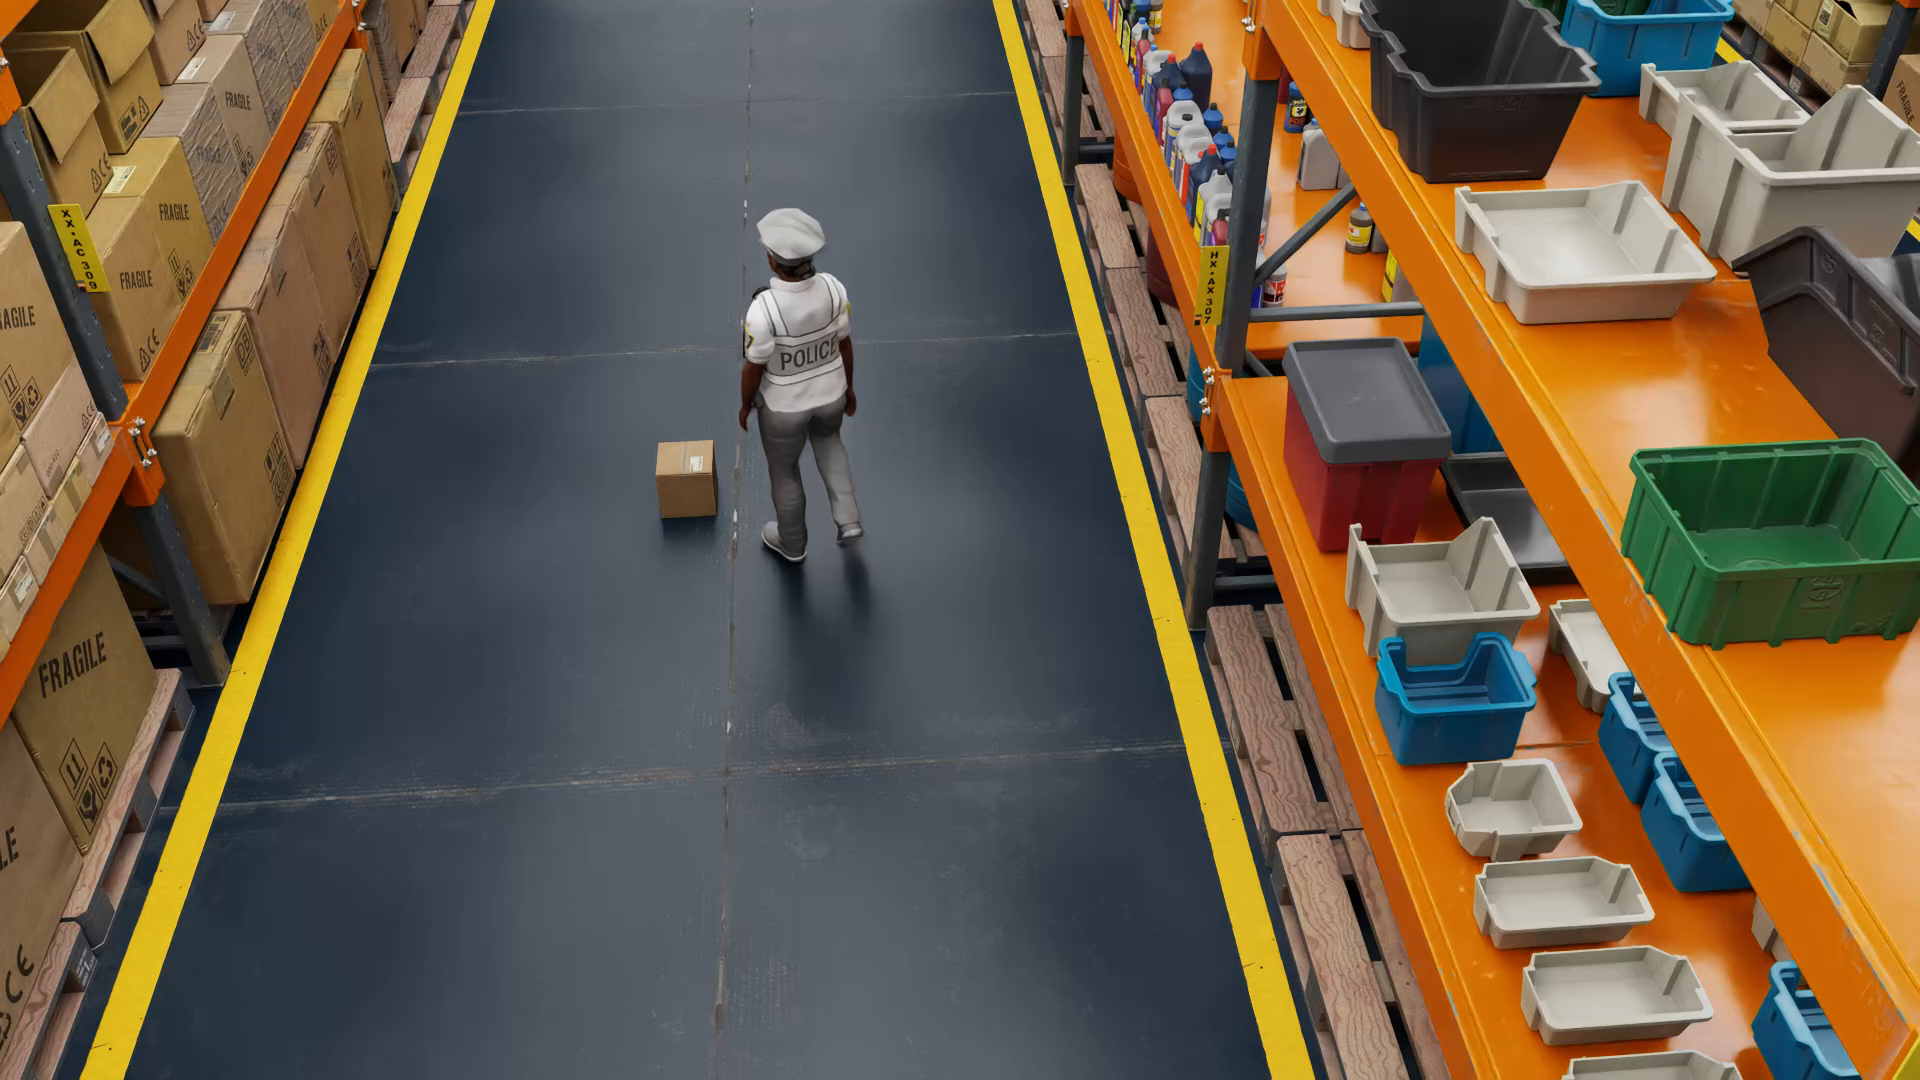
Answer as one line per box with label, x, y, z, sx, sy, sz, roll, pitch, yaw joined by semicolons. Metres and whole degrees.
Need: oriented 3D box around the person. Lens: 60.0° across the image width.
person;-0.678;-0.603;6.842;0.492;1.699;0.447;-22;44;-24
